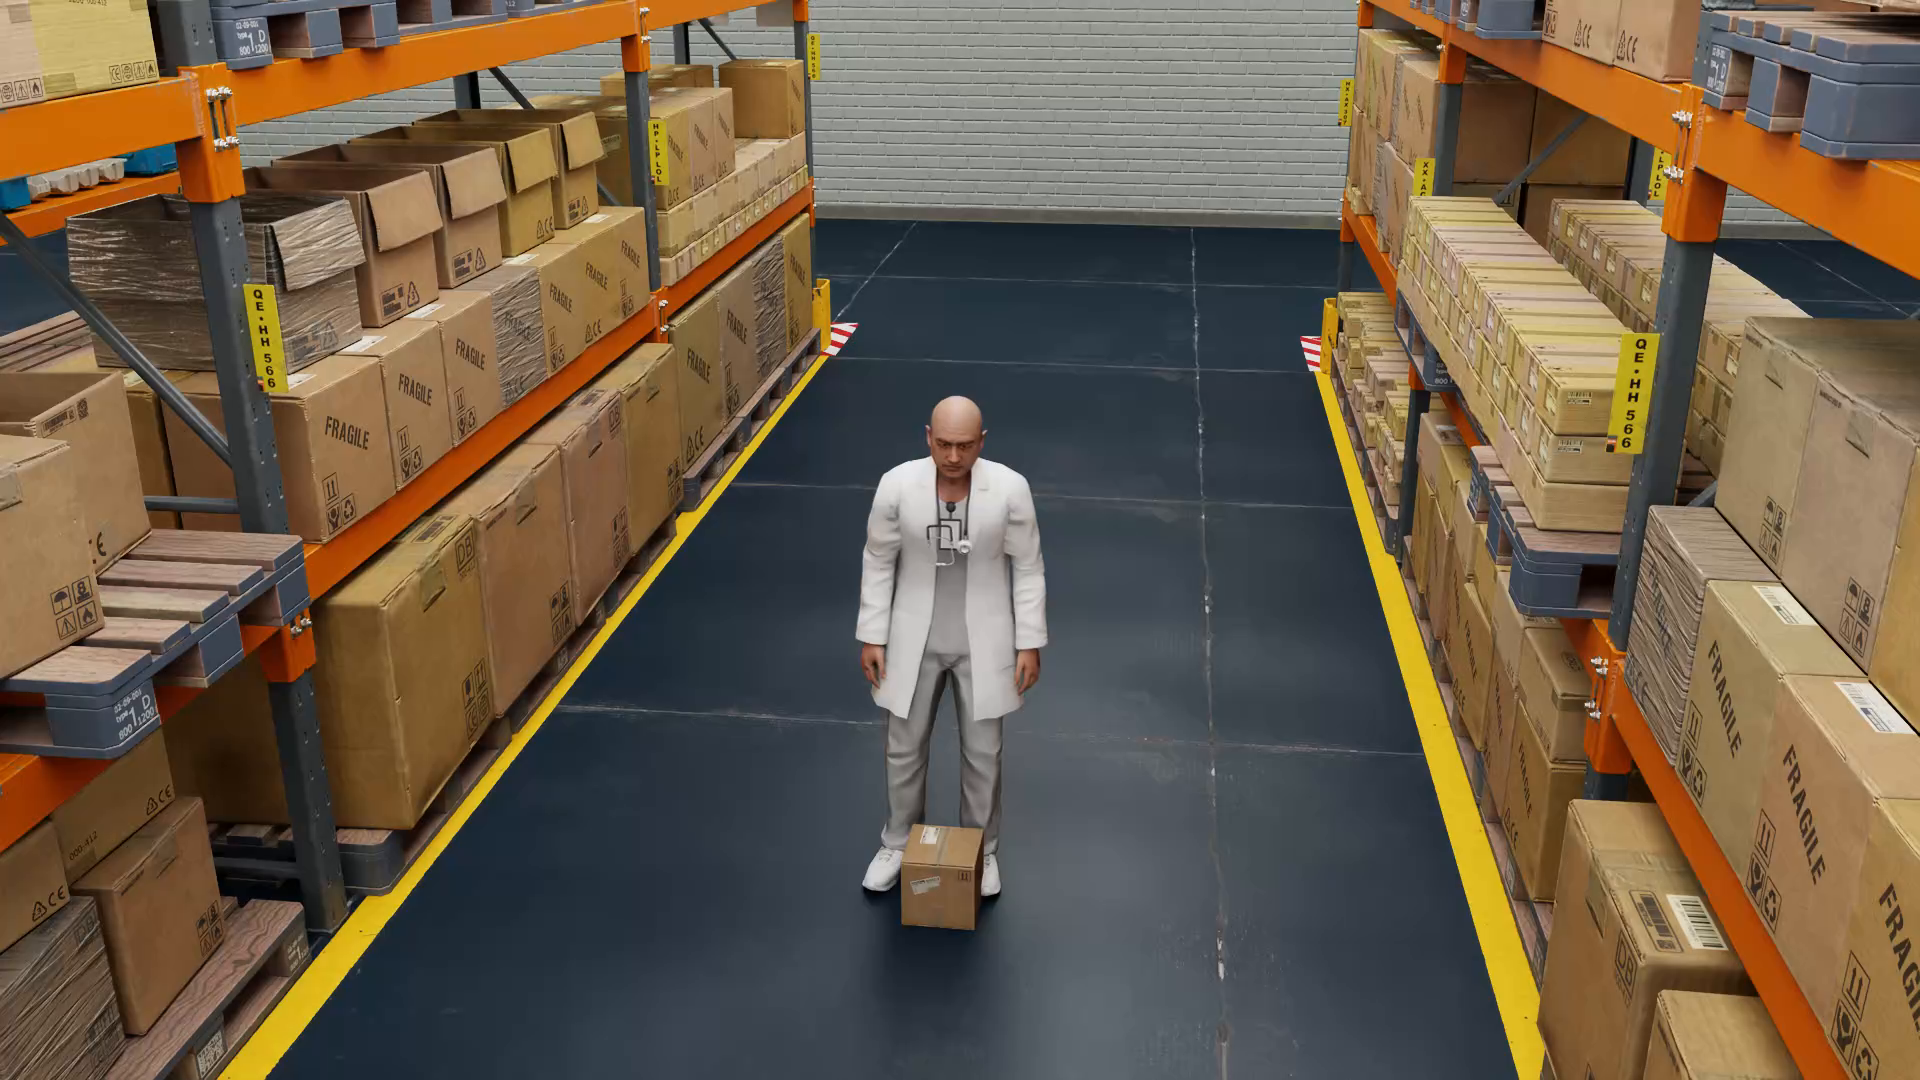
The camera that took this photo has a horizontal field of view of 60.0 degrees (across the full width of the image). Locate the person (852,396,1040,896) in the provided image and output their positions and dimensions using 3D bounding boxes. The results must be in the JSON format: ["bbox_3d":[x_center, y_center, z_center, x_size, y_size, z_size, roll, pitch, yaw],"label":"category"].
[{"bbox_3d":[-0.047,0.356,5.670,0.641,1.773,0.424,2,21,5],"label":"person"}]
